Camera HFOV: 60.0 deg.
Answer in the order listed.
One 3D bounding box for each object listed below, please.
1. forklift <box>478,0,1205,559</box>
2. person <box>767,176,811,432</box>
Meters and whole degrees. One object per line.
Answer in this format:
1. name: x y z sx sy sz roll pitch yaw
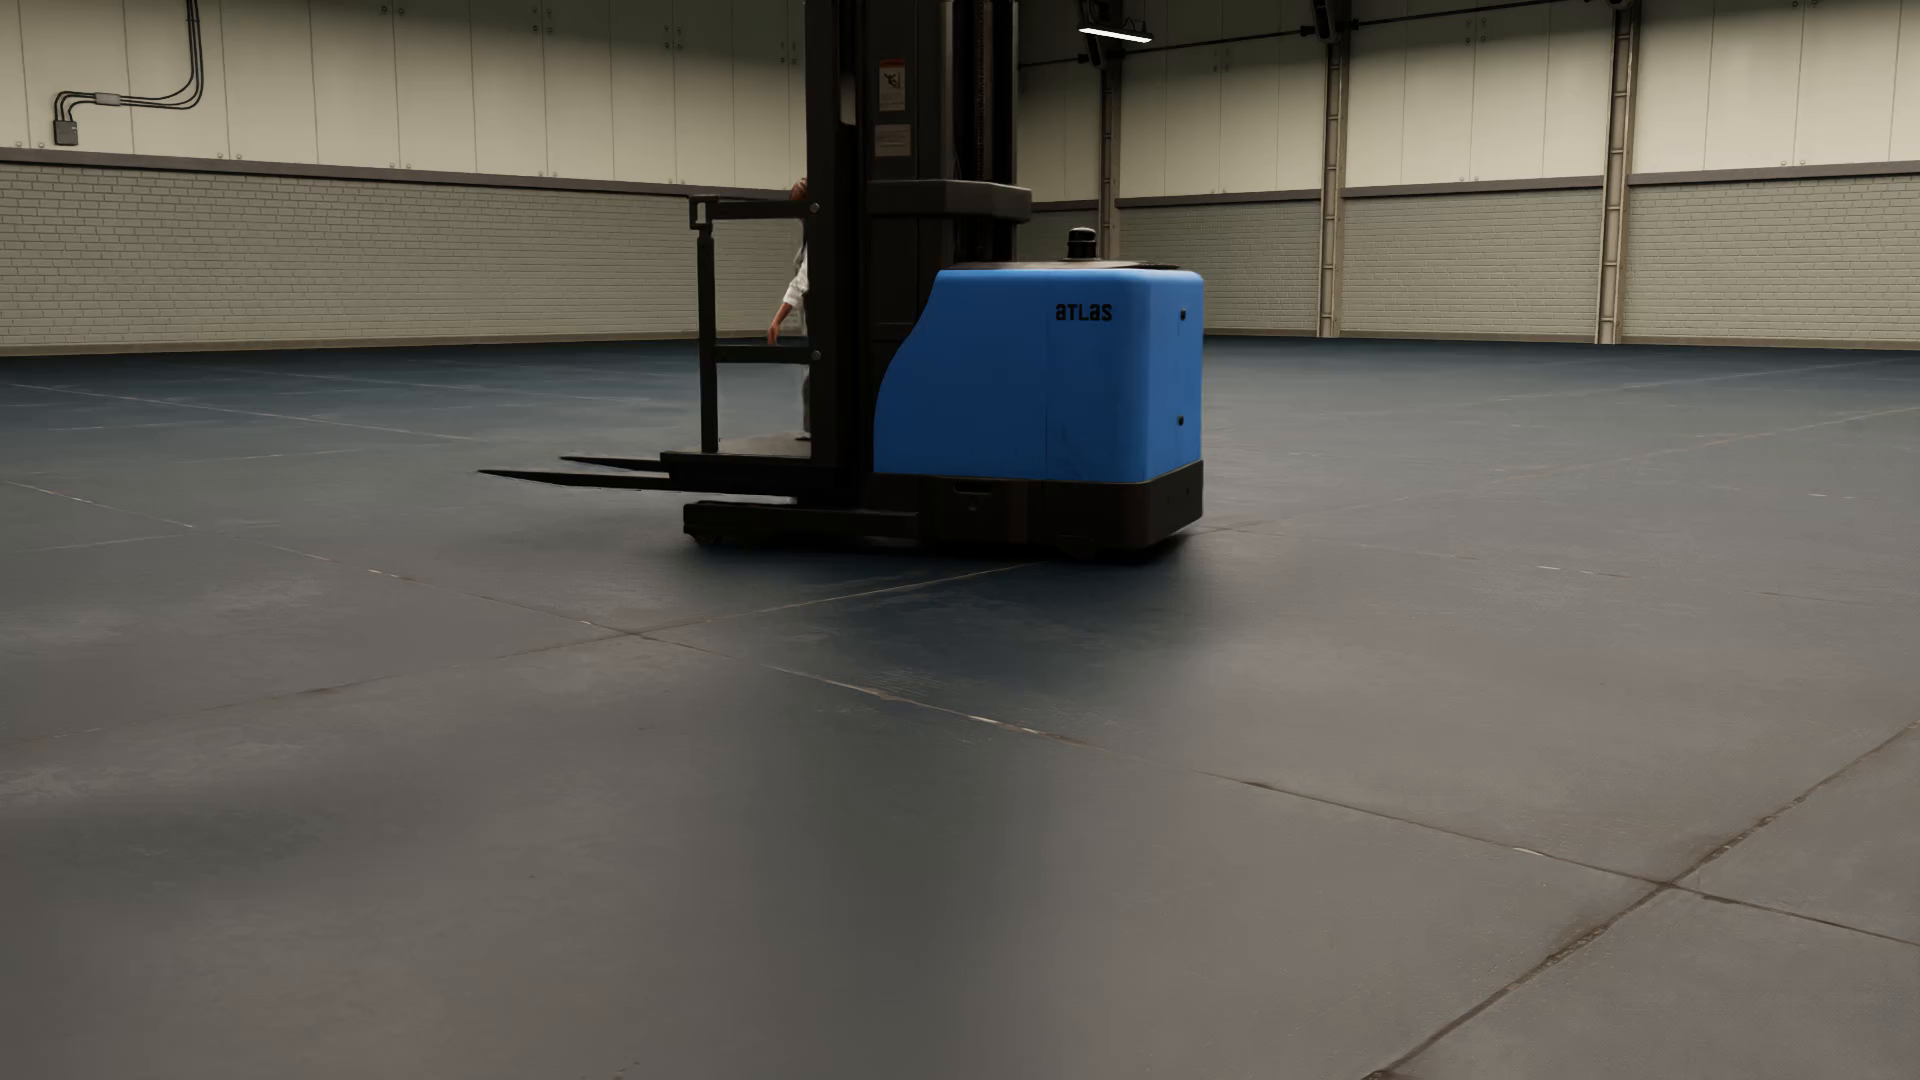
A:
1. forklift: -0.565 -1.495 6.802 3.031 2.935 1.130 3 9 21
2. person: -0.695 -1.009 8.229 0.672 1.555 0.666 2 9 13
